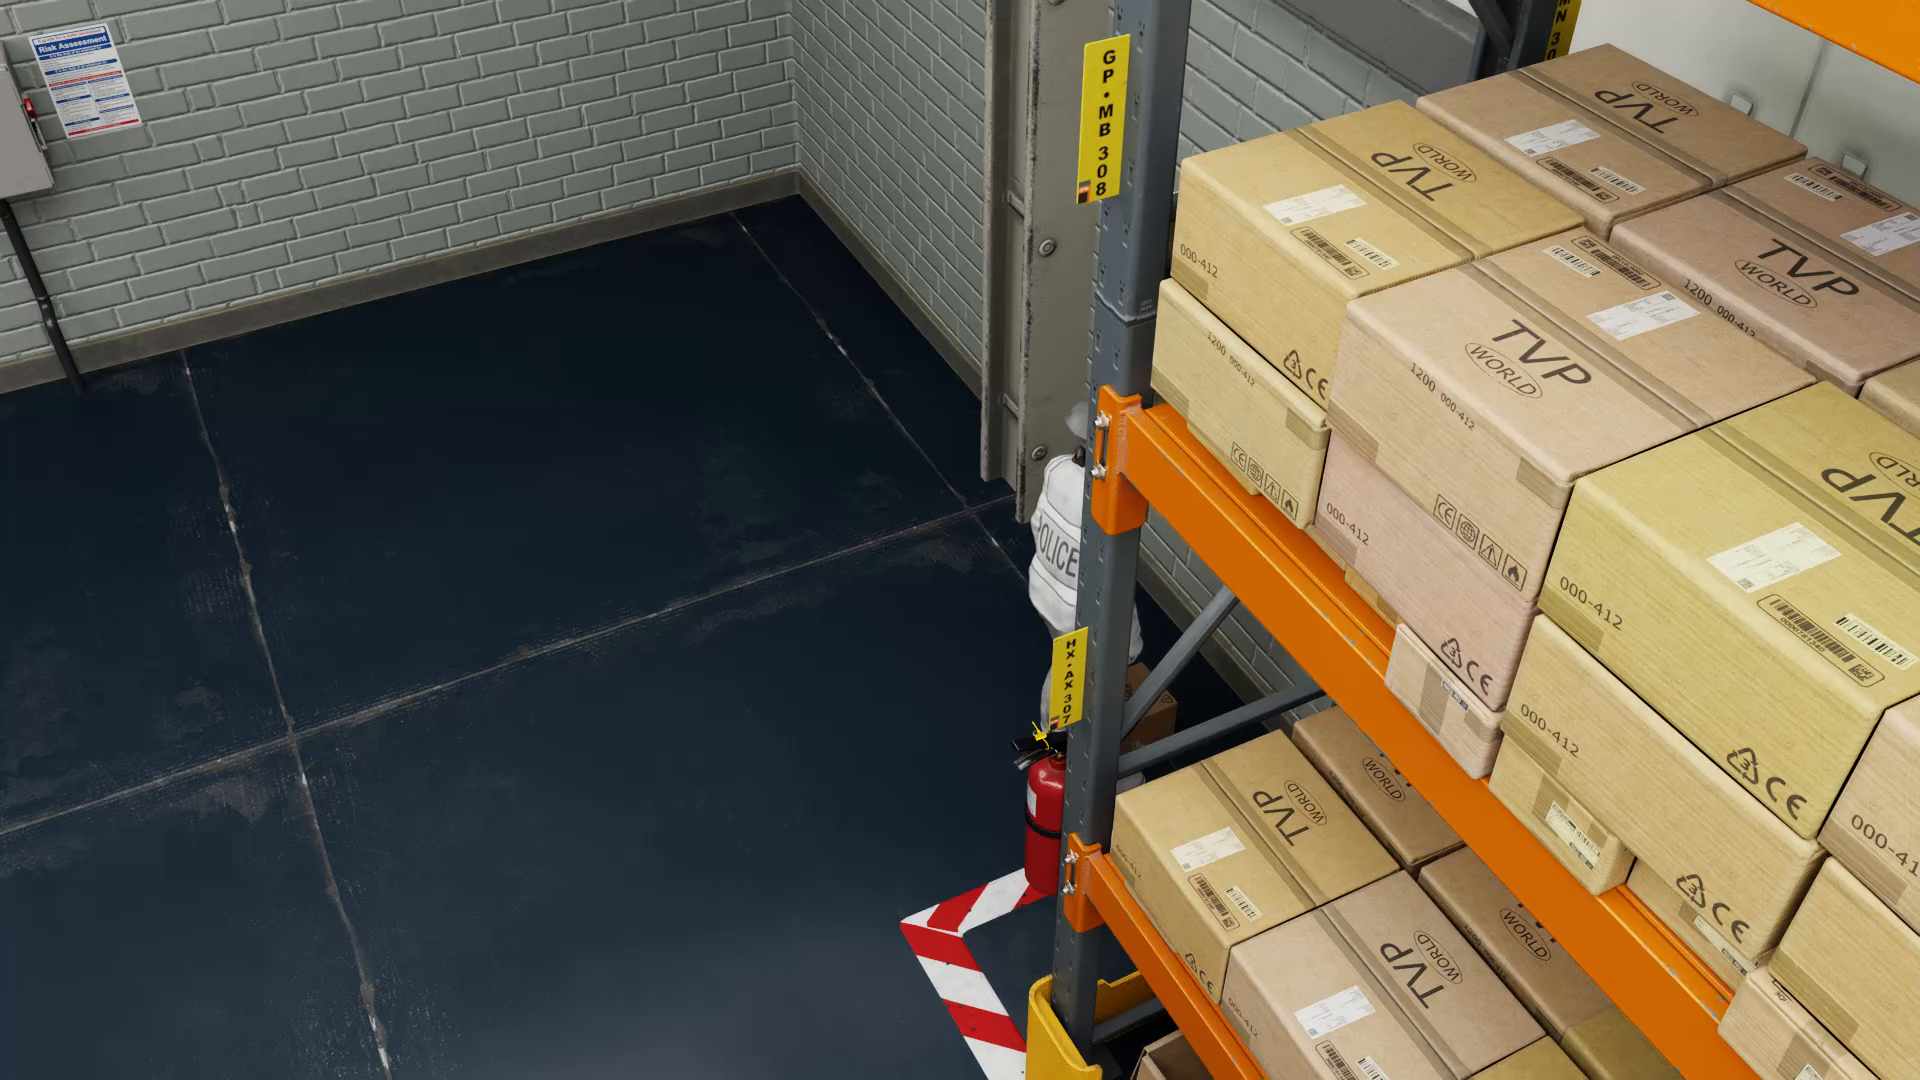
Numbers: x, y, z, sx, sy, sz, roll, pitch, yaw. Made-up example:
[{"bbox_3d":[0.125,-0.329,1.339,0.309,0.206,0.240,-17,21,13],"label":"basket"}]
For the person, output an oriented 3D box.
[{"bbox_3d":[0.449,0.225,5.900,0.370,1.666,0.547,-21,46,-22],"label":"person"}]
